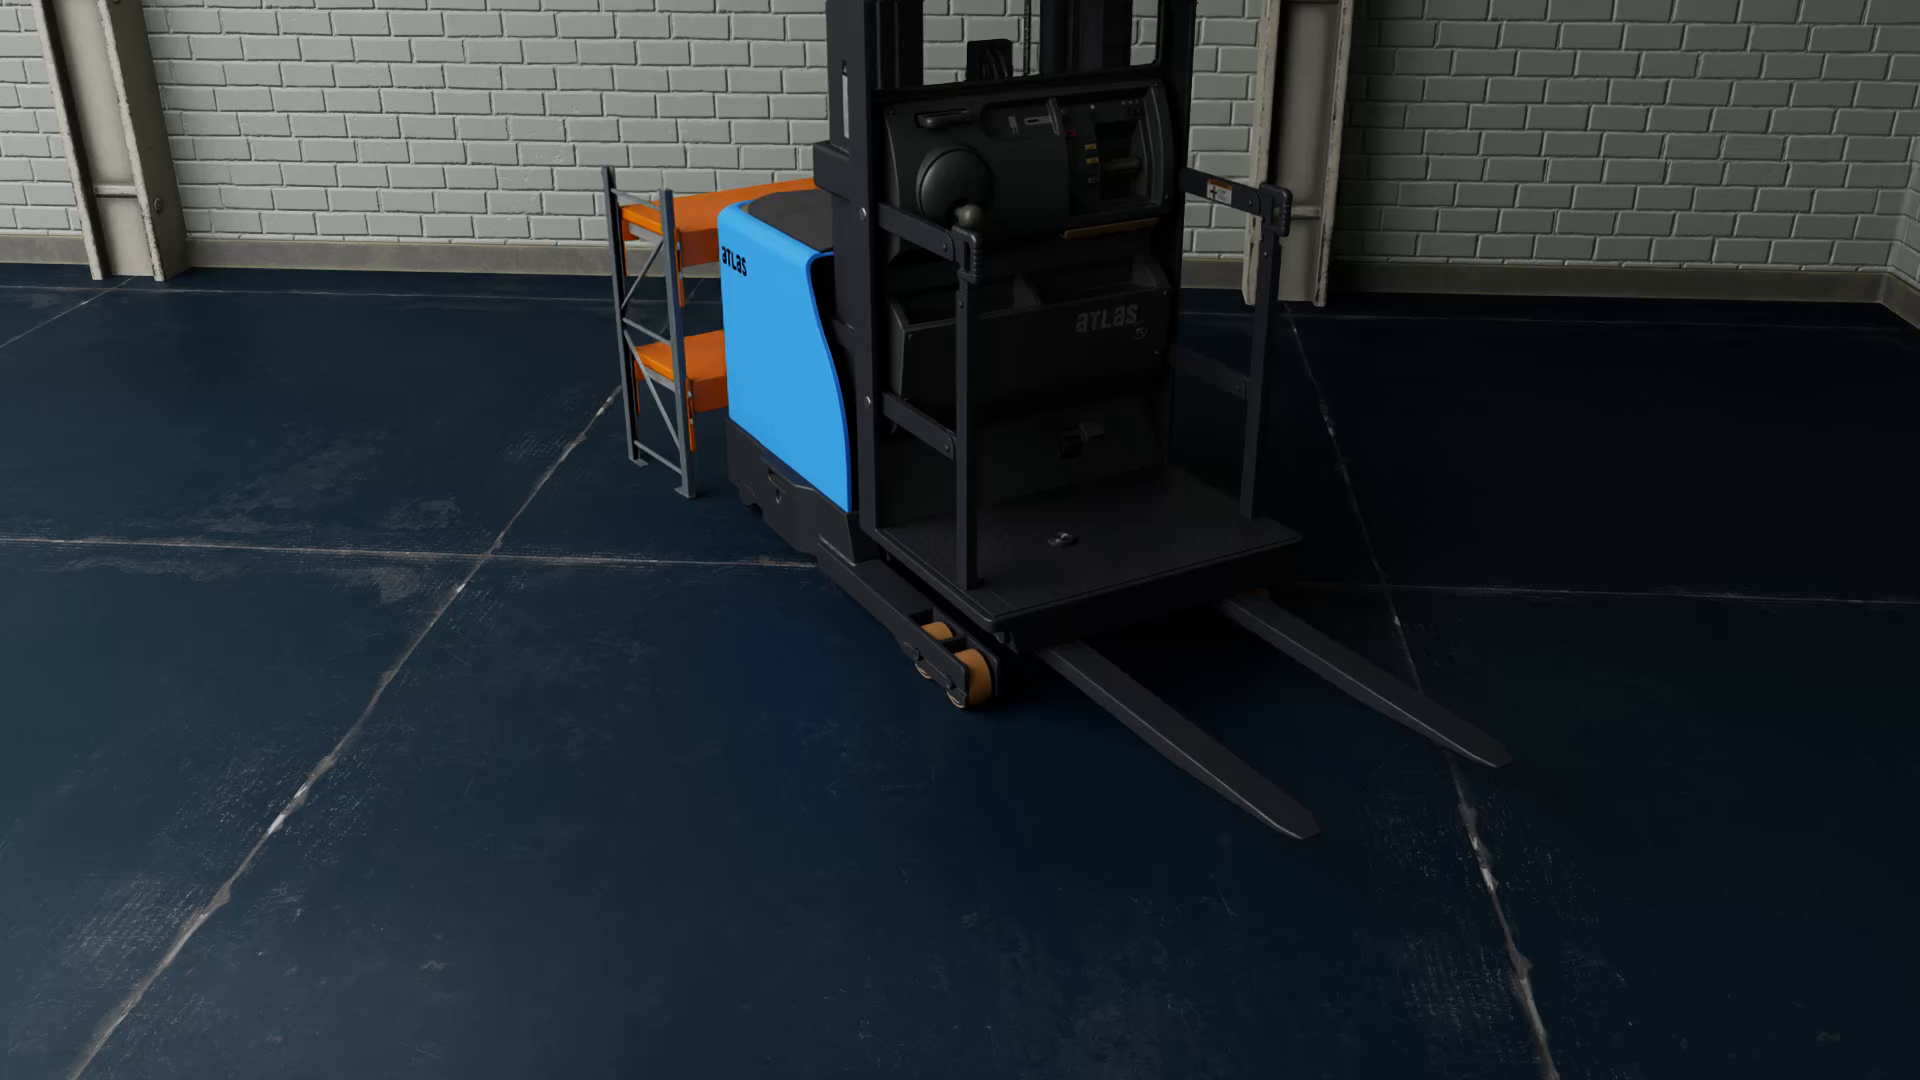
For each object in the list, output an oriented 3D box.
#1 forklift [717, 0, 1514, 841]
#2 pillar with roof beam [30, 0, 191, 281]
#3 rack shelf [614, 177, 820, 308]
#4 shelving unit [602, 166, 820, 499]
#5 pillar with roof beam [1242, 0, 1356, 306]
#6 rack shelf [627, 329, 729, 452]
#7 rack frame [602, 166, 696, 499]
[{"bbox_3d":[0.317,-1.073,4.576,1.130,2.935,3.031,-13,28,-27],"label":"forklift"},{"bbox_3d":[-4.674,-3.719,3.067,0.400,9.000,9.100,2,25,4],"label":"pillar with roof beam"},{"bbox_3d":[-0.715,-1.139,6.173,1.000,0.278,0.538,-17,29,-32],"label":"rack shelf"},{"bbox_3d":[-0.713,-0.872,6.293,1.048,1.125,0.538,-17,29,-32],"label":"shelving unit"},{"bbox_3d":[1.309,-3.527,2.649,0.400,9.000,9.100,2,25,4],"label":"pillar with roof beam"},{"bbox_3d":[-0.712,-0.649,6.394,1.000,0.278,0.538,-17,29,-32],"label":"rack shelf"},{"bbox_3d":[-1.126,-0.748,6.024,0.032,1.125,0.500,-17,29,-32],"label":"rack frame"}]
